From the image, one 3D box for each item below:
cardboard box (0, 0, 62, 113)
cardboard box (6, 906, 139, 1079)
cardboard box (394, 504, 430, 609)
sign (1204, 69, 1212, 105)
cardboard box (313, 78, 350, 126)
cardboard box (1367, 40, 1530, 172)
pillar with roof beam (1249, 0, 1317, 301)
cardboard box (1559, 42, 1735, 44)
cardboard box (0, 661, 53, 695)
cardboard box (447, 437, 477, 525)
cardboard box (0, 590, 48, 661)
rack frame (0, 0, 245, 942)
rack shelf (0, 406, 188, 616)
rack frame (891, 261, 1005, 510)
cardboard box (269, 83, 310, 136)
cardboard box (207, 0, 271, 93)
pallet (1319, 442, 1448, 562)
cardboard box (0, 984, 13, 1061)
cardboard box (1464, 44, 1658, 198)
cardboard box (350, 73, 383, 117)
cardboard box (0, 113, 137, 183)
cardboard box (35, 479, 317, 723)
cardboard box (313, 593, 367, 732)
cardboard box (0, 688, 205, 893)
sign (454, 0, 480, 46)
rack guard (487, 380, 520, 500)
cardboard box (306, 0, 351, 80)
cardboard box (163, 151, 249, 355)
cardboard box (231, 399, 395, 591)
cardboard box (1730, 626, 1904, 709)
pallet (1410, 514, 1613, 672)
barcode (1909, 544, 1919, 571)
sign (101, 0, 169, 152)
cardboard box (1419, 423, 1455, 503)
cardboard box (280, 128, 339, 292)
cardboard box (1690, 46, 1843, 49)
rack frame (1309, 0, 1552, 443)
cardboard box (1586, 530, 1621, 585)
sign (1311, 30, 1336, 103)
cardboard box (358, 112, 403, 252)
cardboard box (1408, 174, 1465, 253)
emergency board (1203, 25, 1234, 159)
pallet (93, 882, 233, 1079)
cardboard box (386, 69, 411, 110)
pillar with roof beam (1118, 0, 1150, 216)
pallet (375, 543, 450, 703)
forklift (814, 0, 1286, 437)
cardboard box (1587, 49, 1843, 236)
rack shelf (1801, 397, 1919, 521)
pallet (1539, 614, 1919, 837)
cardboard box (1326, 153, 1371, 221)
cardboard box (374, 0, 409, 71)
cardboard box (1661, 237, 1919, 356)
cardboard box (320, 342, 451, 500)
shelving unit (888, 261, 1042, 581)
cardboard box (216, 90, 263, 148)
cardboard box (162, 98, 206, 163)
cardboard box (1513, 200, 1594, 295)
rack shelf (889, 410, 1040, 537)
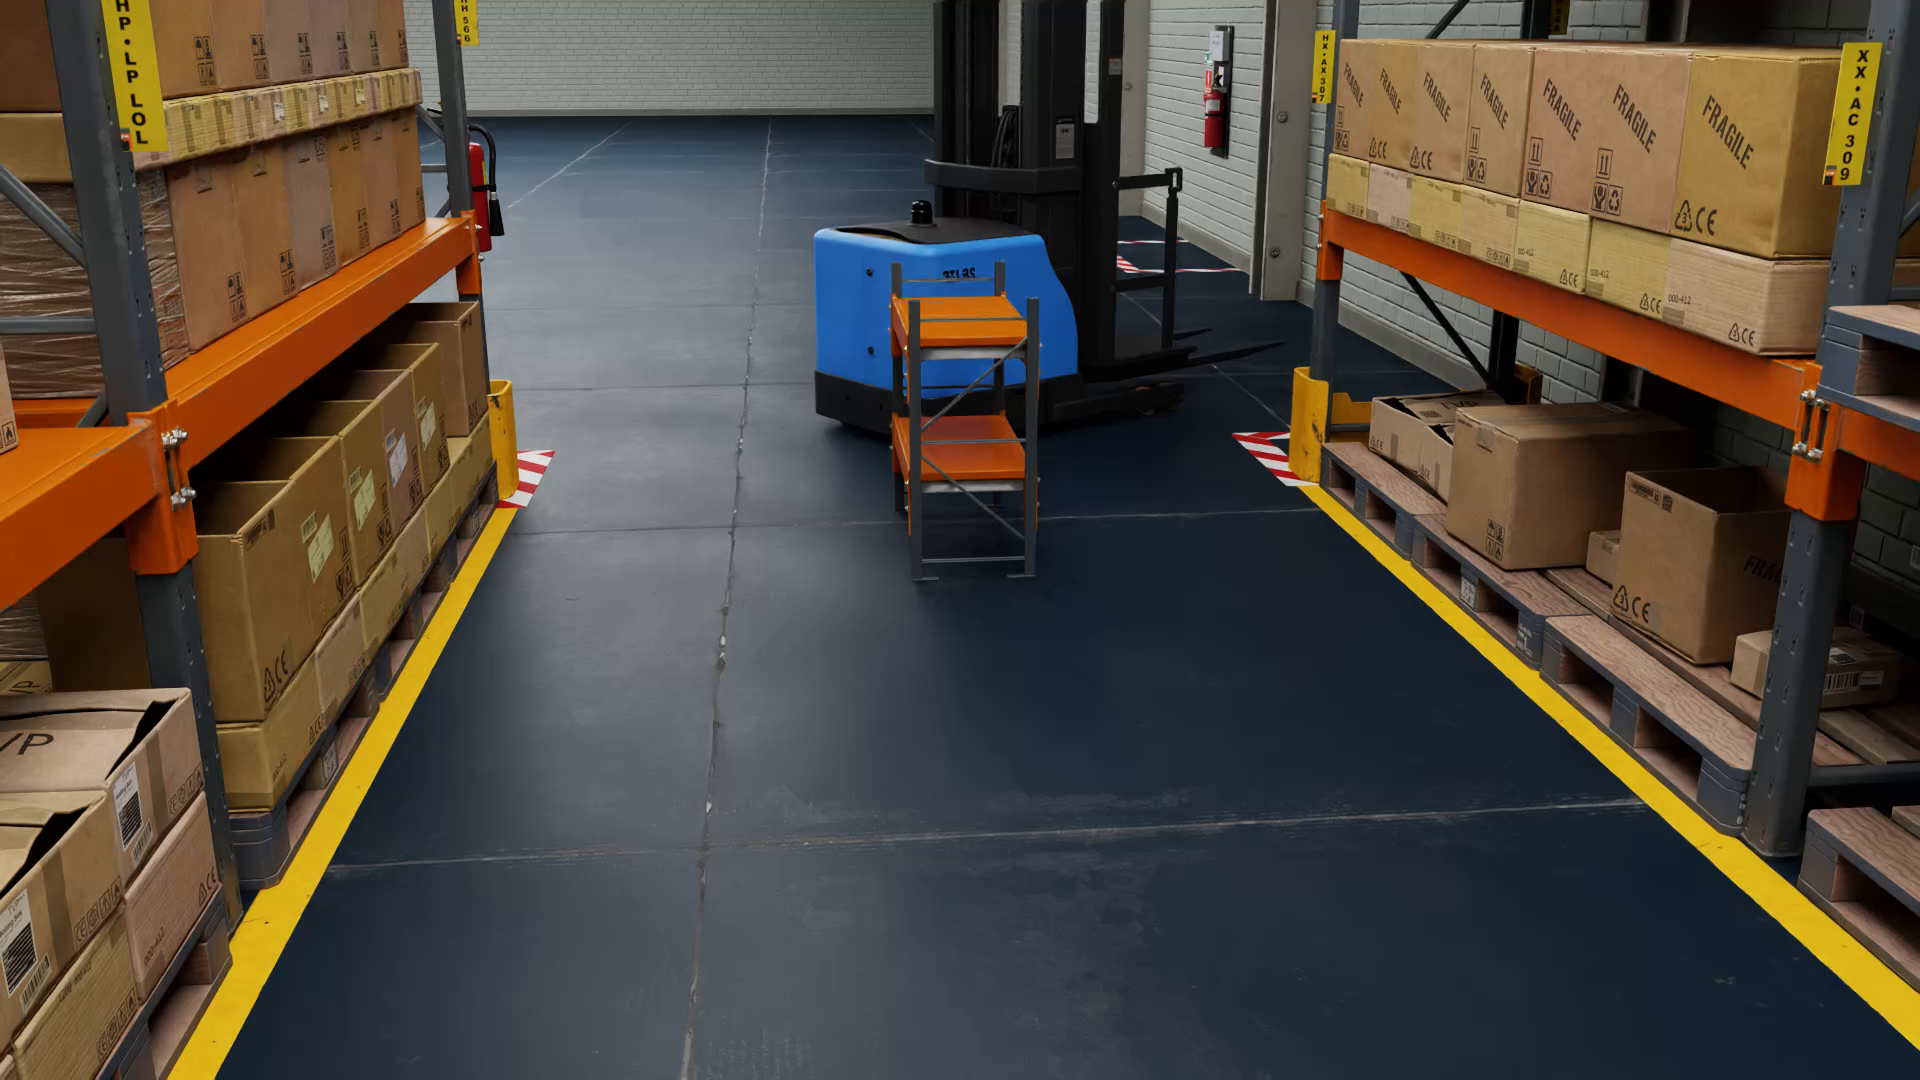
[{"bbox_3d":[-2.337,-1.252,3.823,0.700,0.500,0.500,-2,18,-5],"label":"cardboard box"},{"bbox_3d":[-1.904,0.924,3.116,0.500,0.250,0.500,-2,18,-6],"label":"cardboard box"},{"bbox_3d":[-2.182,0.064,5.855,0.500,0.250,0.500,-2,18,-6],"label":"cardboard box"},{"bbox_3d":[2.371,-4.327,15.892,0.001,0.329,0.234,-2,18,-6],"label":"sign"},{"bbox_3d":[-2.334,-1.508,5.724,0.380,0.149,0.250,-1,17,-4],"label":"cardboard box"},{"bbox_3d":[2.020,-1.796,6.854,0.500,0.500,0.500,-2,18,-5],"label":"cardboard box"},{"bbox_3d":[-1.739,-6.134,11.692,9.100,9.000,0.400,-2,18,-6],"label":"pillar with roof beam"},{"bbox_3d":[2.589,-1.657,6.411,0.500,0.500,0.500,-2,18,-7],"label":"cardboard box"},{"bbox_3d":[-2.550,0.527,4.380,0.500,0.250,0.500,-2,18,-6],"label":"cardboard box"},{"bbox_3d":[-2.285,-0.234,6.804,0.500,0.250,0.500,-2,18,-6],"label":"cardboard box"},{"bbox_3d":[-2.590,0.020,4.743,0.500,0.500,0.500,-2,18,-6],"label":"cardboard box"},{"bbox_3d":[-2.285,-0.453,3.612,1.000,3.000,0.127,-2,18,-6],"label":"rack frame"},{"bbox_3d":[-2.079,0.486,1.822,1.077,0.370,4.000,-2,18,-6],"label":"rack shelf"},{"bbox_3d":[-0.052,-0.686,7.485,0.500,1.125,0.032,-2,18,-6],"label":"rack frame"},{"bbox_3d":[-2.284,-1.358,5.244,0.380,0.149,0.250,-2,18,-6],"label":"cardboard box"},{"bbox_3d":[-2.442,-1.551,4.778,0.700,0.500,0.500,-2,18,-6],"label":"cardboard box"},{"bbox_3d":[2.286,-0.203,7.470,1.003,0.211,1.213,-2,18,-6],"label":"pallet"},{"bbox_3d":[-1.849,0.806,2.554,0.500,0.311,0.500,-2,18,-6],"label":"cardboard box"},{"bbox_3d":[2.133,-1.488,5.874,0.500,0.500,0.500,-1,17,-4],"label":"cardboard box"},{"bbox_3d":[-2.390,-1.665,6.222,0.380,0.149,0.250,-2,17,-5],"label":"cardboard box"},{"bbox_3d":[-2.120,-0.896,3.774,0.380,0.149,0.250,-2,18,-6],"label":"cardboard box"},{"bbox_3d":[-2.022,0.153,4.320,0.500,0.500,0.500,-2,18,-6],"label":"cardboard box"},{"bbox_3d":[-2.078,0.362,4.906,0.500,0.250,0.500,-2,18,-6],"label":"cardboard box"},{"bbox_3d":[-1.958,0.503,3.521,0.500,0.311,0.500,-2,18,-6],"label":"cardboard box"},{"bbox_3d":[-2.157,-2.323,7.239,0.100,0.325,0.005,-2,18,-6],"label":"sign"},{"bbox_3d":[-2.700,-0.459,7.805,1.175,0.500,0.348,-2,18,-6],"label":"rack guard"},{"bbox_3d":[-2.544,-1.849,5.728,0.700,0.500,0.500,-2,18,-5],"label":"cardboard box"},{"bbox_3d":[-2.398,-0.790,4.518,0.700,0.500,0.500,-2,18,-6],"label":"cardboard box"},{"bbox_3d":[-2.125,-0.145,5.269,0.500,0.500,0.500,-2,18,-6],"label":"cardboard box"},{"bbox_3d":[2.557,0.376,4.966,0.380,0.166,0.250,-4,18,-13],"label":"cardboard box"},{"bbox_3d":[2.408,0.160,6.315,1.003,0.211,1.213,-2,18,-6],"label":"pallet"},{"bbox_3d":[2.825,0.055,4.900,0.001,0.075,0.075,-2,18,-6],"label":"barcode"},{"bbox_3d":[-1.746,-0.987,3.513,0.100,0.325,0.005,-2,18,-6],"label":"sign"},{"bbox_3d":[2.270,-0.347,7.030,0.500,0.311,0.500,0,17,-1],"label":"cardboard box"},{"bbox_3d":[-2.500,-1.092,5.480,0.700,0.500,0.500,-1,17,-4],"label":"cardboard box"},{"bbox_3d":[2.705,-1.352,5.442,0.500,0.500,0.500,-1,17,-4],"label":"cardboard box"},{"bbox_3d":[2.229,-1.799,7.899,1.000,3.000,0.127,-2,18,-6],"label":"rack frame"},{"bbox_3d":[2.497,0.066,5.984,0.380,0.149,0.250,-3,18,-10],"label":"cardboard box"},{"bbox_3d":[1.689,-2.195,7.716,0.100,0.325,0.005,-2,18,-6],"label":"sign"},{"bbox_3d":[-2.603,-1.397,6.451,0.700,0.500,0.500,-1,17,-4],"label":"cardboard box"},{"bbox_3d":[2.078,-1.275,6.449,0.500,0.250,0.500,-2,18,-7],"label":"cardboard box"},{"bbox_3d":[2.326,-4.142,15.363,0.194,1.169,0.643,-2,18,-6],"label":"emergency board"},{"bbox_3d":[-2.170,1.096,3.335,1.003,0.211,1.213,-2,18,-6],"label":"pallet"},{"bbox_3d":[-2.441,-1.816,6.704,0.380,0.149,0.250,-1,17,-4],"label":"cardboard box"},{"bbox_3d":[-2.358,-7.922,17.386,9.100,9.000,0.400,-2,18,-6],"label":"pillar with roof beam"},{"bbox_3d":[-2.455,0.275,5.949,1.003,0.211,1.213,-2,18,-6],"label":"pallet"},{"bbox_3d":[0.659,-2.211,9.327,3.031,2.935,1.130,-14,22,-38],"label":"forklift"},{"bbox_3d":[2.228,-1.183,4.902,0.500,0.500,0.500,-2,18,-6],"label":"cardboard box"},{"bbox_3d":[2.848,0.332,2.313,1.077,0.370,4.000,-2,18,-6],"label":"rack shelf"},{"bbox_3d":[2.537,0.524,5.155,1.003,0.211,1.213,-2,18,-6],"label":"pallet"},{"bbox_3d":[1.964,-1.582,7.424,0.500,0.250,0.500,-2,18,-7],"label":"cardboard box"},{"bbox_3d":[-2.657,-2.156,6.704,0.700,0.500,0.500,-2,18,-5],"label":"cardboard box"},{"bbox_3d":[2.291,-0.677,4.542,0.500,0.250,0.500,-2,18,-6],"label":"cardboard box"},{"bbox_3d":[-2.229,-0.443,6.218,0.500,0.500,0.500,-2,18,-6],"label":"cardboard box"},{"bbox_3d":[0.001,-0.535,7.002,0.538,1.125,1.048,-2,18,-6],"label":"shelving unit"},{"bbox_3d":[-2.227,-1.201,4.744,0.380,0.149,0.250,-2,18,-7],"label":"cardboard box"},{"bbox_3d":[-2.175,-1.048,4.257,0.380,0.149,0.250,-2,18,-7],"label":"cardboard box"},{"bbox_3d":[2.181,-0.975,5.492,0.500,0.250,0.500,-2,18,-6],"label":"cardboard box"},{"bbox_3d":[0.001,-0.301,7.075,0.538,0.278,1.000,-2,18,-6],"label":"rack shelf"}]
